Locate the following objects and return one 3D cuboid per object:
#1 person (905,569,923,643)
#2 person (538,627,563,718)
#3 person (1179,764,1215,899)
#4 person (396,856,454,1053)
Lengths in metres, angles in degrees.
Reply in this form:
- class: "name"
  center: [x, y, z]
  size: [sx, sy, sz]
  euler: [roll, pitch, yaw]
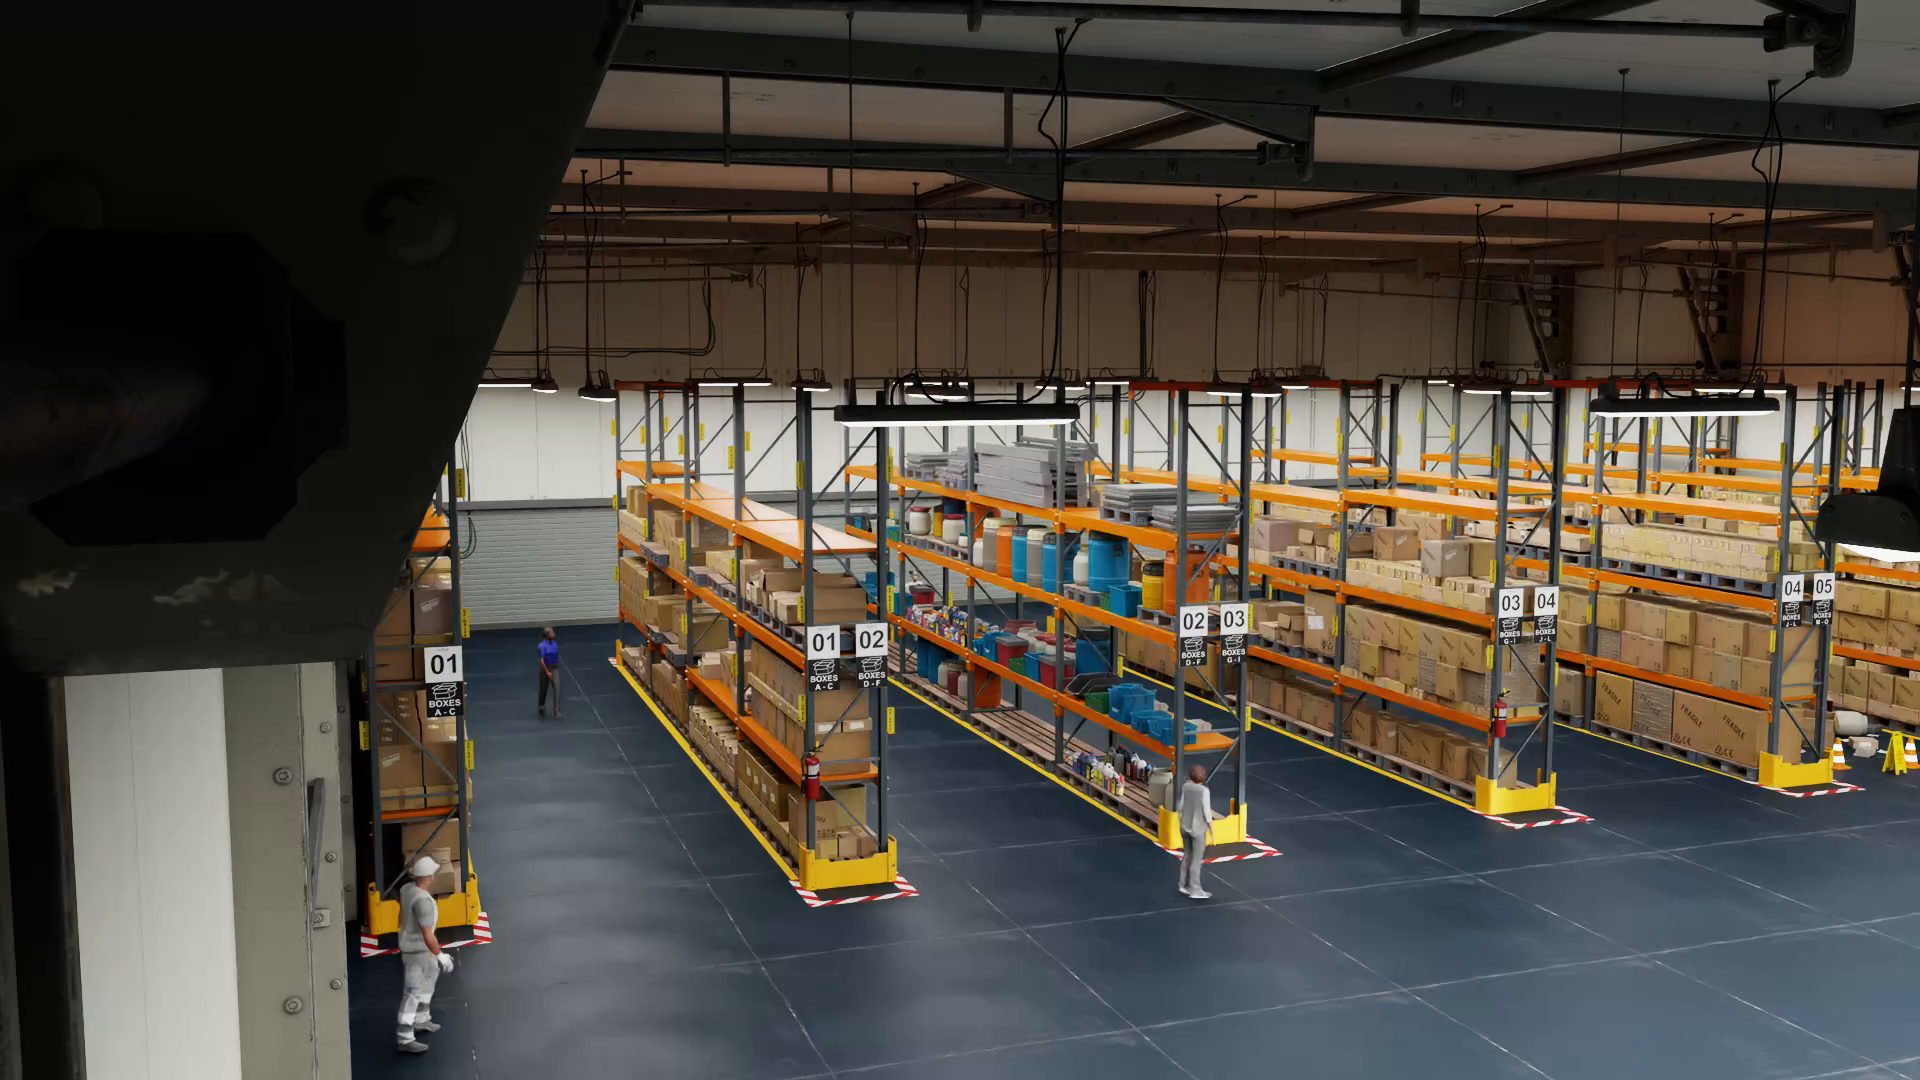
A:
- class: "person"
  center: [-1.021, 1.481, 38.124]
  size: [0.502, 1.640, 0.956]
  euler: [-3, 7, -25]
- class: "person"
  center: [-7.399, 2.372, 29.935]
  size: [0.397, 1.594, 0.925]
  euler: [-3, 7, -25]
- class: "person"
  center: [2.795, 3.539, 19.770]
  size: [0.323, 1.549, 0.508]
  euler: [-5, 8, -39]
- class: "person"
  center: [-5.013, 3.824, 15.503]
  size: [0.529, 1.801, 0.660]
  euler: [-2, 7, -22]
